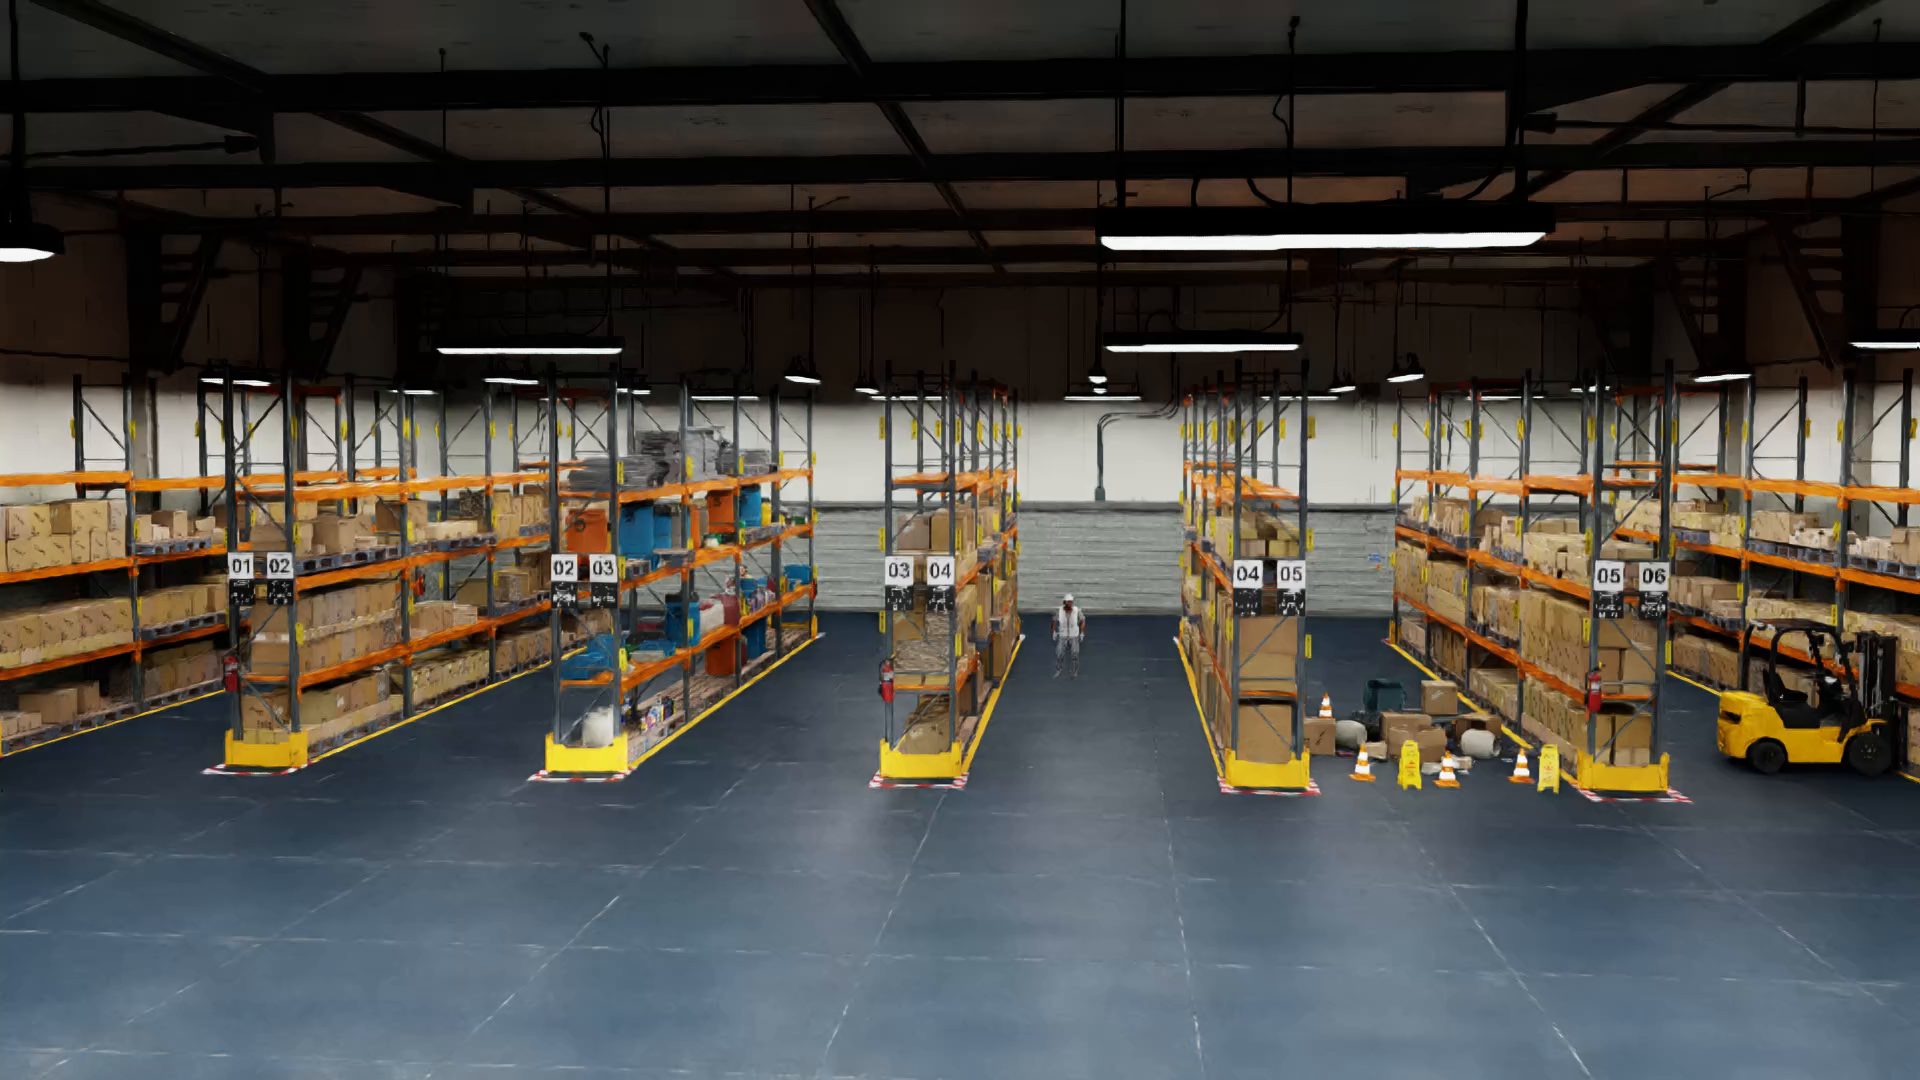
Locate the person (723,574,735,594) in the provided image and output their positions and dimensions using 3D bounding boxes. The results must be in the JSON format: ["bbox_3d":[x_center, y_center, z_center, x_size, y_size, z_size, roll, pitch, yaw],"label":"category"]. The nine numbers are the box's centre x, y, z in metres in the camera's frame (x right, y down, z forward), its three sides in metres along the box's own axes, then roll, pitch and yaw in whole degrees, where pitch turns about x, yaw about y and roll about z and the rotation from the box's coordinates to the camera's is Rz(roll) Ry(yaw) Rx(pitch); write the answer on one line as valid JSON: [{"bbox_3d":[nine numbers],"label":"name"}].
[{"bbox_3d":[-5.105,1.650,37.555,0.541,1.768,0.563,-3,5,-39],"label":"person"}]

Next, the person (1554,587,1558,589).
[{"bbox_3d":[13.992,1.560,38.773,0.525,1.791,0.659,-1,4,-11],"label":"person"}]

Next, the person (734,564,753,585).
[{"bbox_3d":[-5.505,1.426,42.339,0.598,1.601,0.506,0,4,3],"label":"person"}]

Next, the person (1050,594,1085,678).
[{"bbox_3d":[2.176,1.936,33.580,0.702,1.735,0.549,0,4,4],"label":"person"}]
